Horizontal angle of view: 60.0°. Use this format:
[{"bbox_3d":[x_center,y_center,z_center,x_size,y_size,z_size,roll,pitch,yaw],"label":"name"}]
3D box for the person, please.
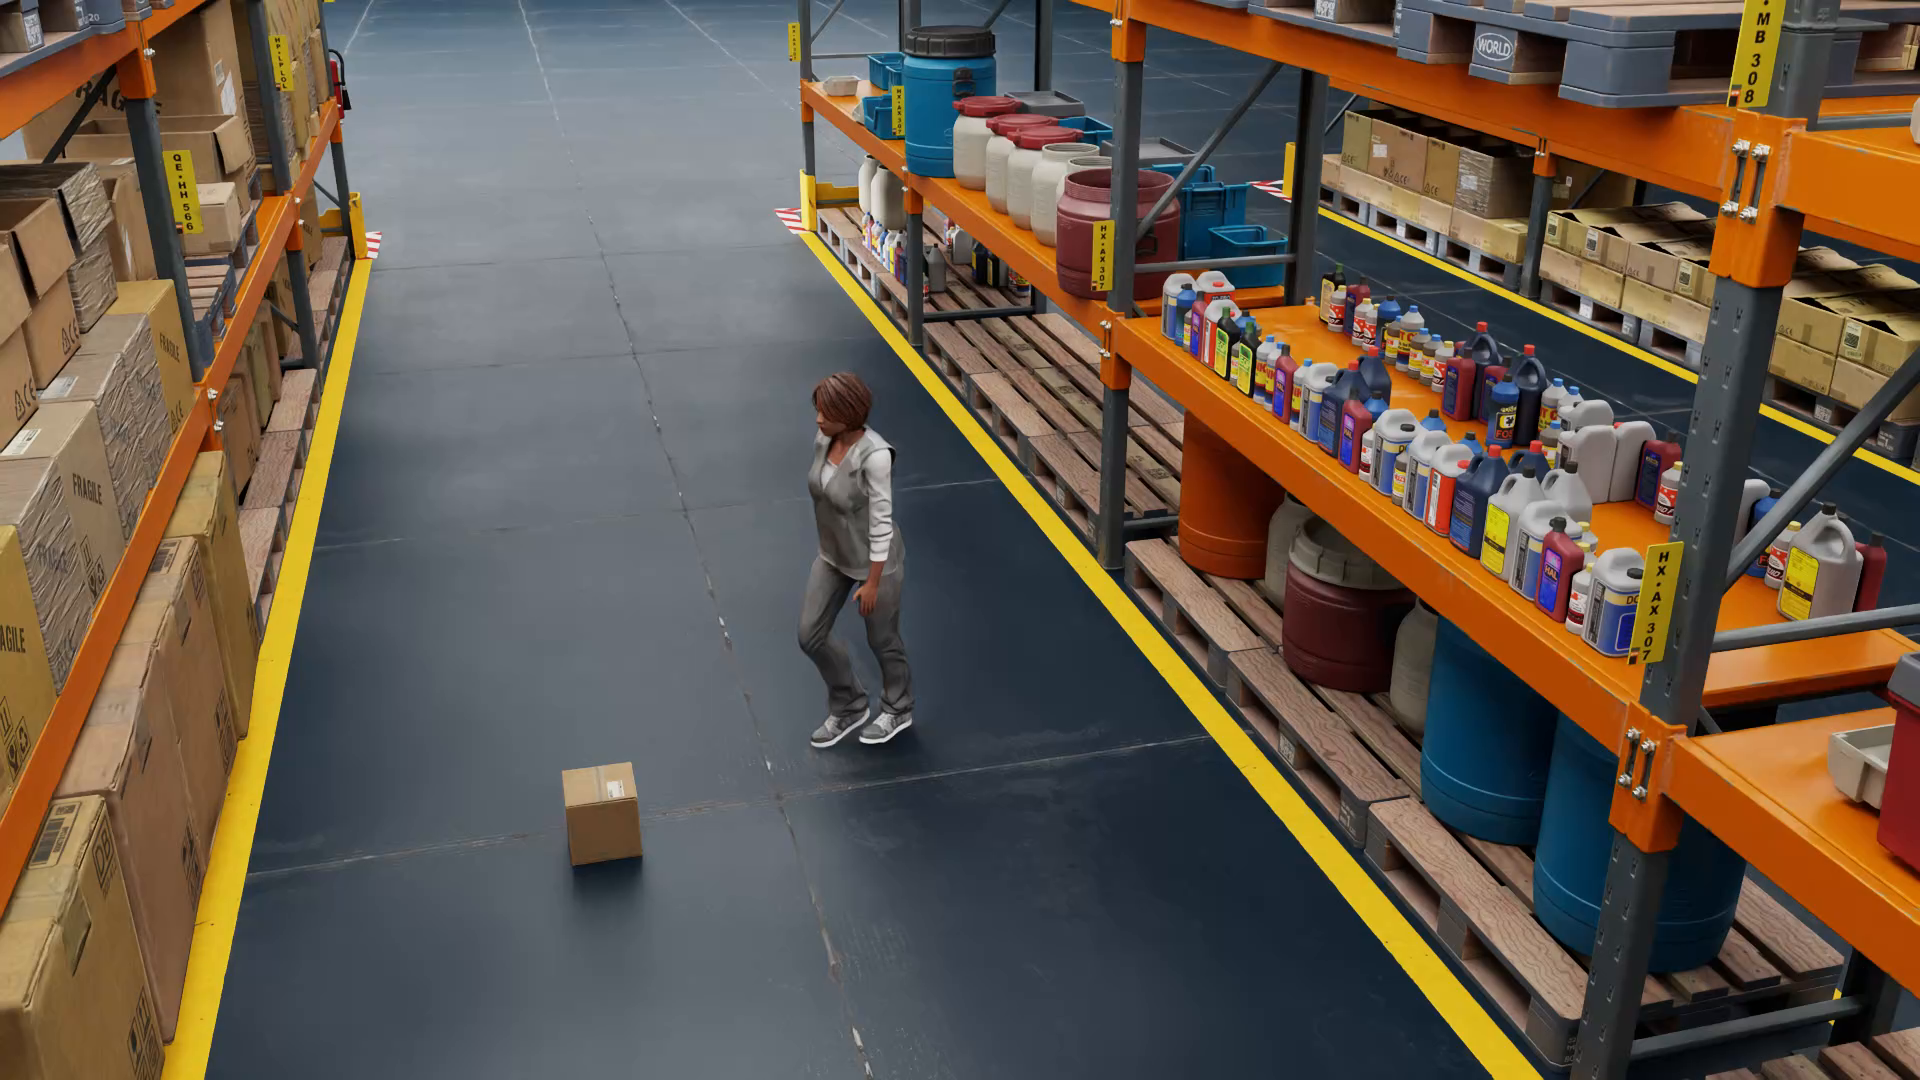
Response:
[{"bbox_3d":[-0.365,0.093,6.369,0.424,1.569,0.492,19,30,37],"label":"person"}]
